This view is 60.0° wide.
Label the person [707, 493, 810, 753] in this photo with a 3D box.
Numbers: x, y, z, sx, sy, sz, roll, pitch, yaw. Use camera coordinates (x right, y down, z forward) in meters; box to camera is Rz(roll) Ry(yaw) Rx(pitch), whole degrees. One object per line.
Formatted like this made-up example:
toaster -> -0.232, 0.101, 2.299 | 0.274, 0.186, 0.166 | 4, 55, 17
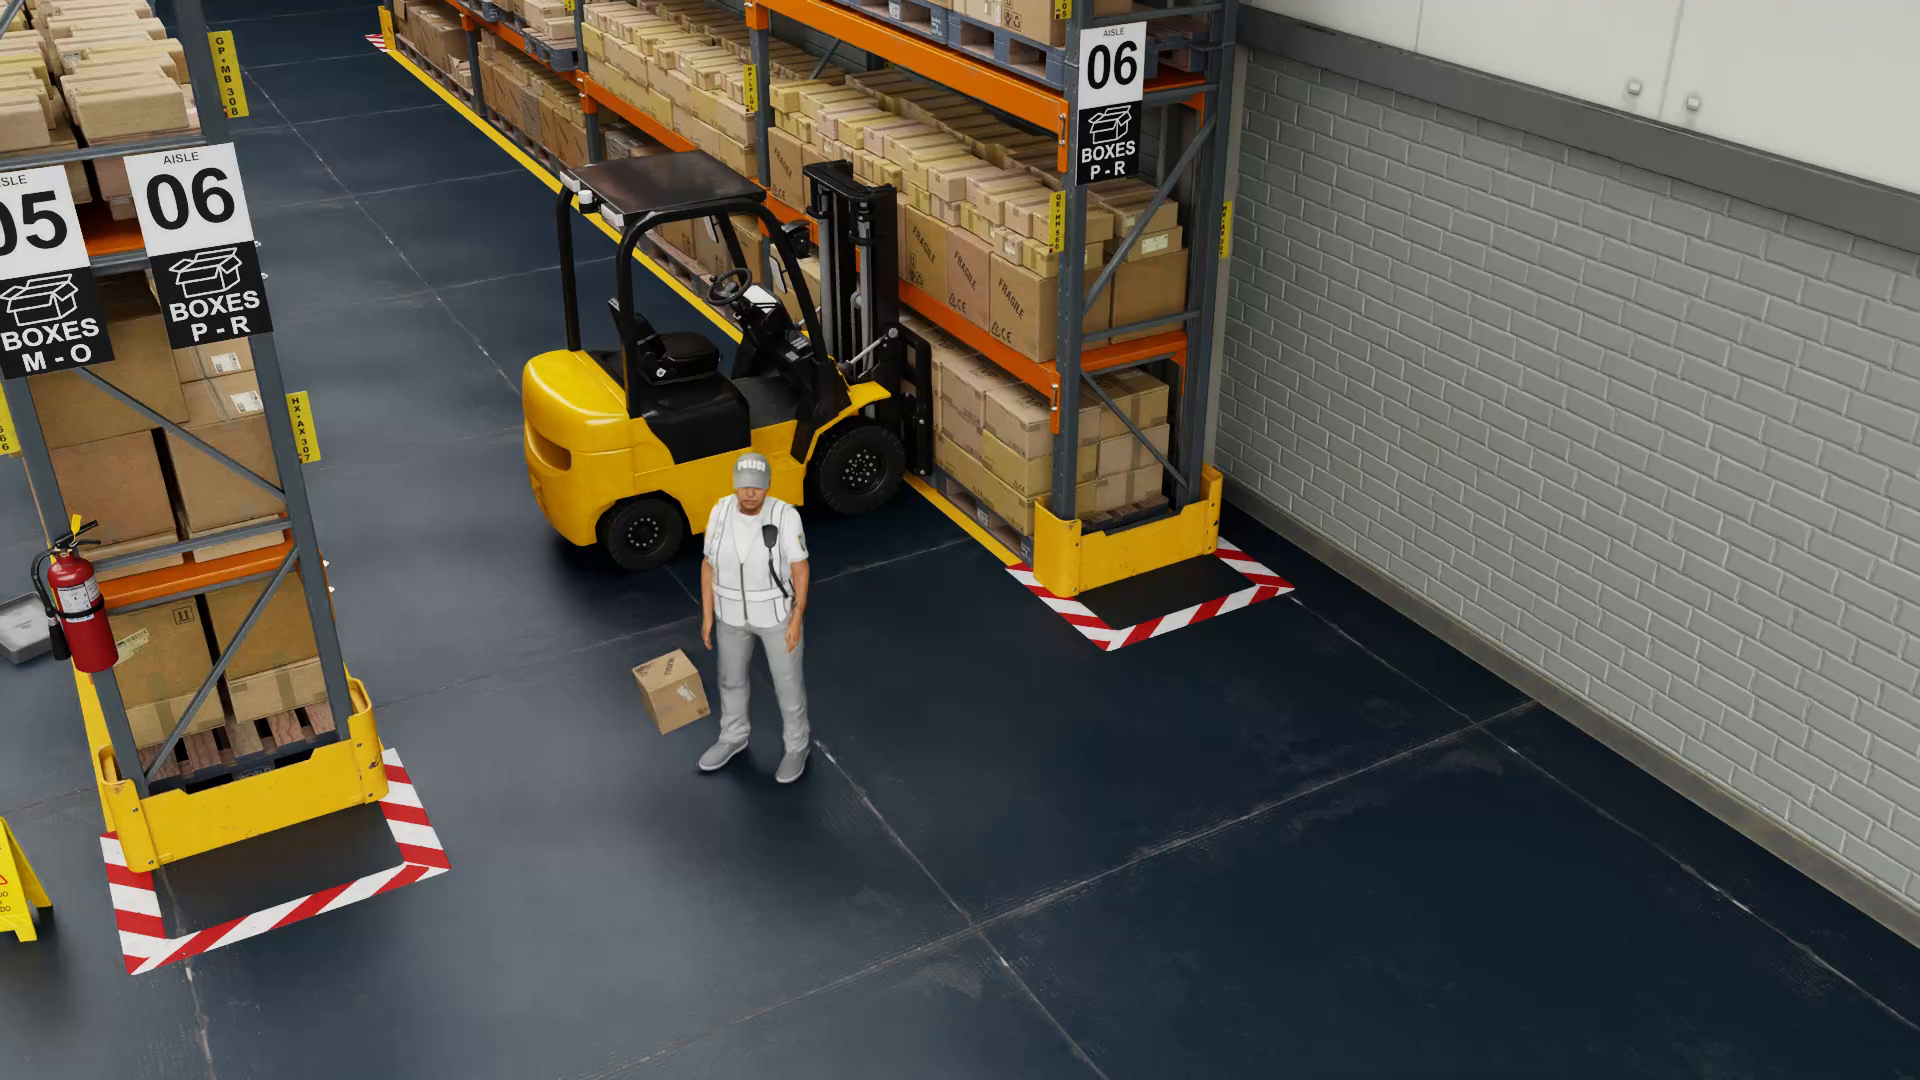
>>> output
person -> -0.973, 0.424, 7.932 | 0.457, 1.375, 0.372 | 5, 30, 9
